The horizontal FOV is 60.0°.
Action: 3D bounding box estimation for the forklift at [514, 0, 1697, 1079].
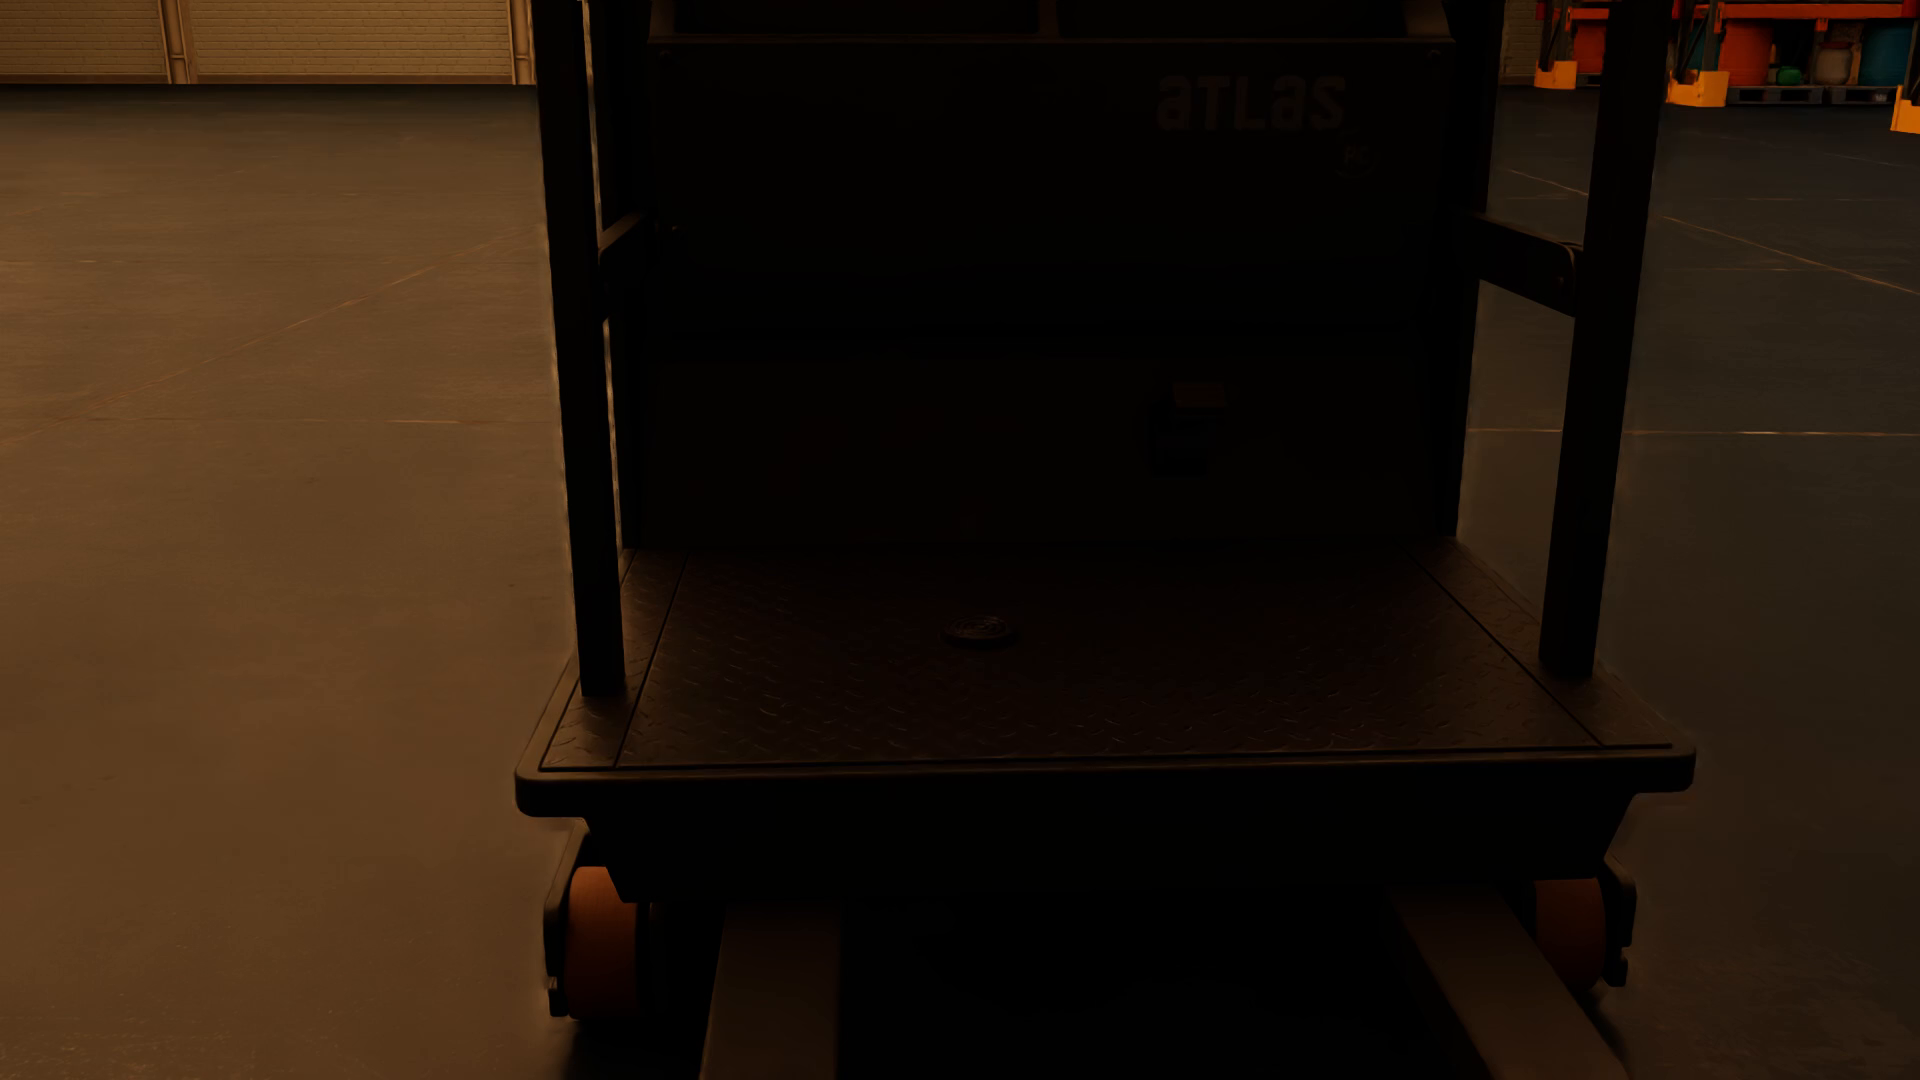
[{"bbox_3d":[0.119,-0.993,1.627,1.130,2.935,3.031,-1,17,-3],"label":"forklift"}]
